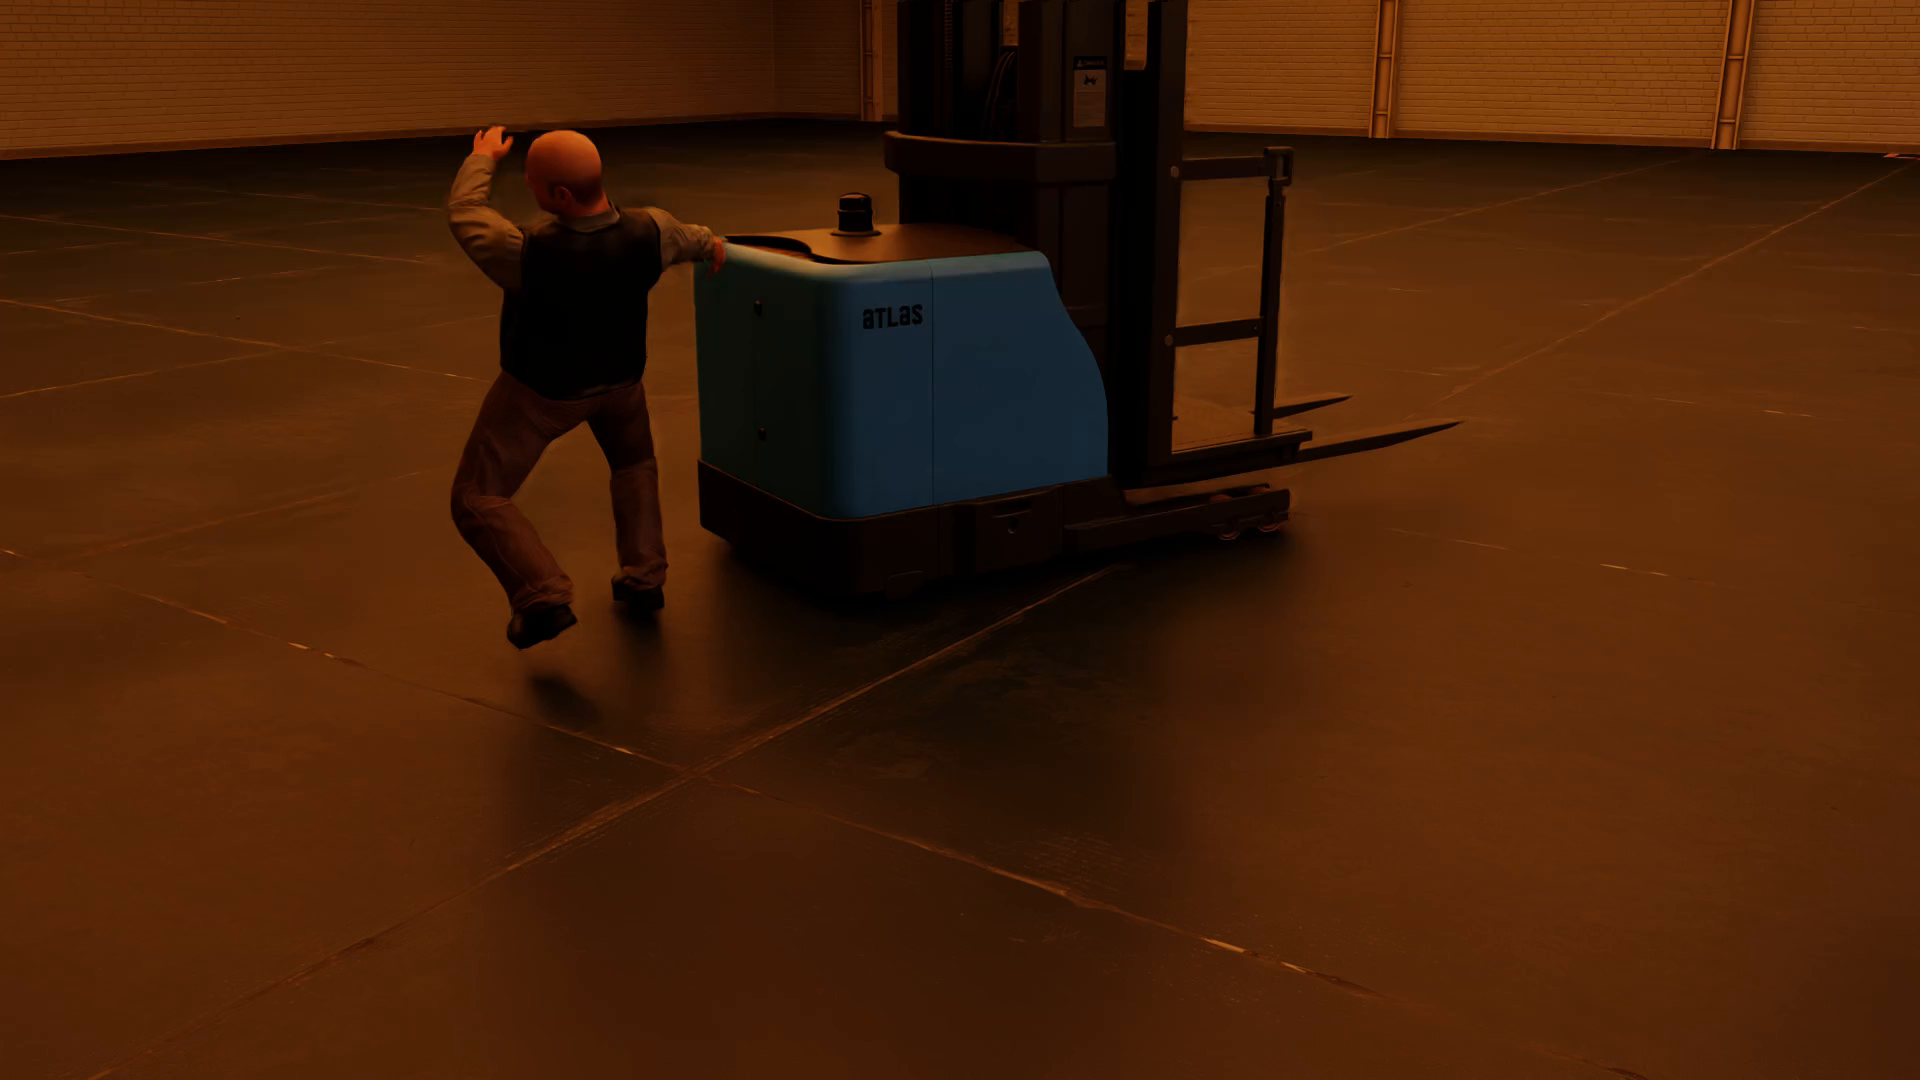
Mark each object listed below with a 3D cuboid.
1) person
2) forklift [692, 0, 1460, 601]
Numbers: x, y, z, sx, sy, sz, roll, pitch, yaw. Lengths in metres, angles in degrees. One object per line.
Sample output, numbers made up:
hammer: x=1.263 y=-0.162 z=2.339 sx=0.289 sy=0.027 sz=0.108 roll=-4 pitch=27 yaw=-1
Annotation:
person: x=-1.051 y=-0.493 z=4.971 sx=0.711 sy=1.464 sz=1.051 roll=14 pitch=22 yaw=39
forklift: x=0.594 y=-1.516 z=5.901 sx=3.031 sy=2.935 sz=1.130 roll=-11 pitch=20 yaw=-32
